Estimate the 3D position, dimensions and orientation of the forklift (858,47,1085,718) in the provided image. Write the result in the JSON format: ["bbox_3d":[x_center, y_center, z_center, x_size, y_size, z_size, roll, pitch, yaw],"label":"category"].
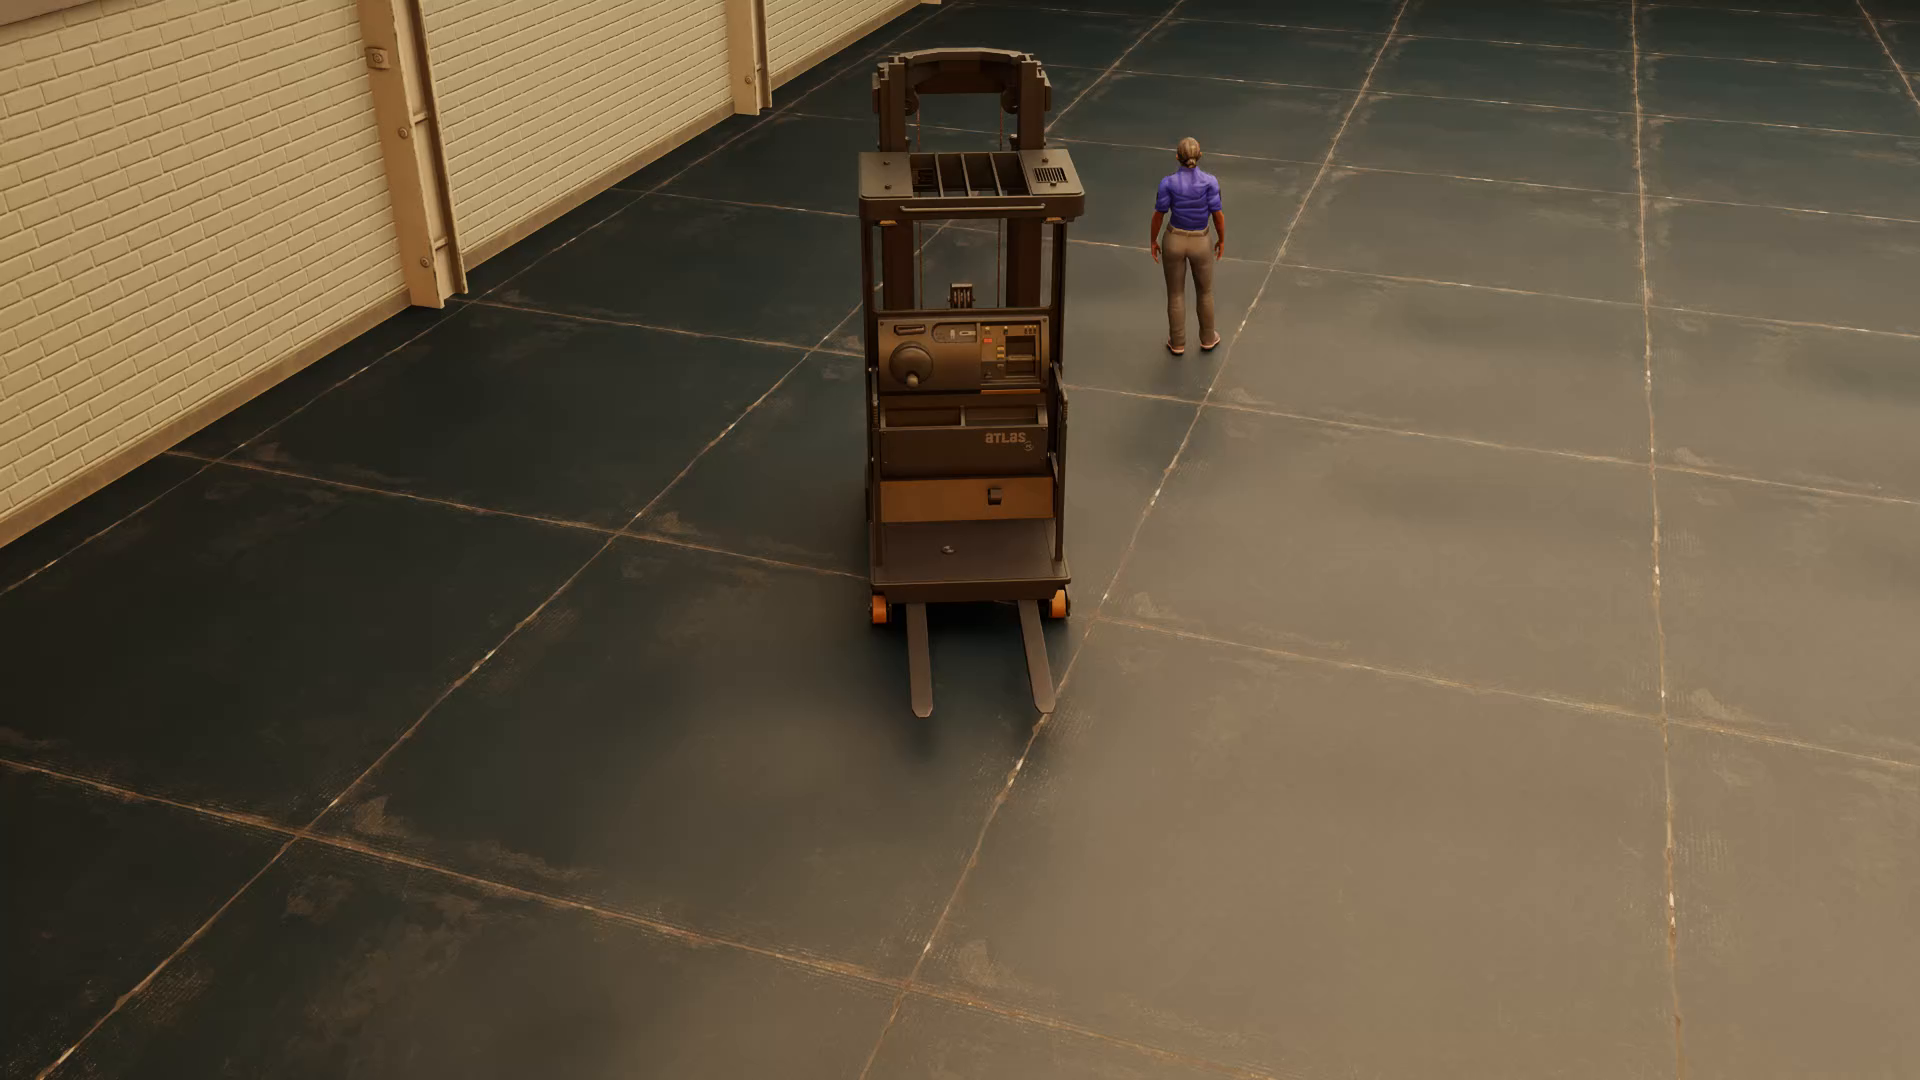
[{"bbox_3d":[0.035,-0.972,8.842,1.130,2.935,3.031,-2,30,-3],"label":"forklift"}]

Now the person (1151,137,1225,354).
[{"bbox_3d":[1.686,-2.181,12.238,0.570,1.656,0.503,4,30,7],"label":"person"}]
